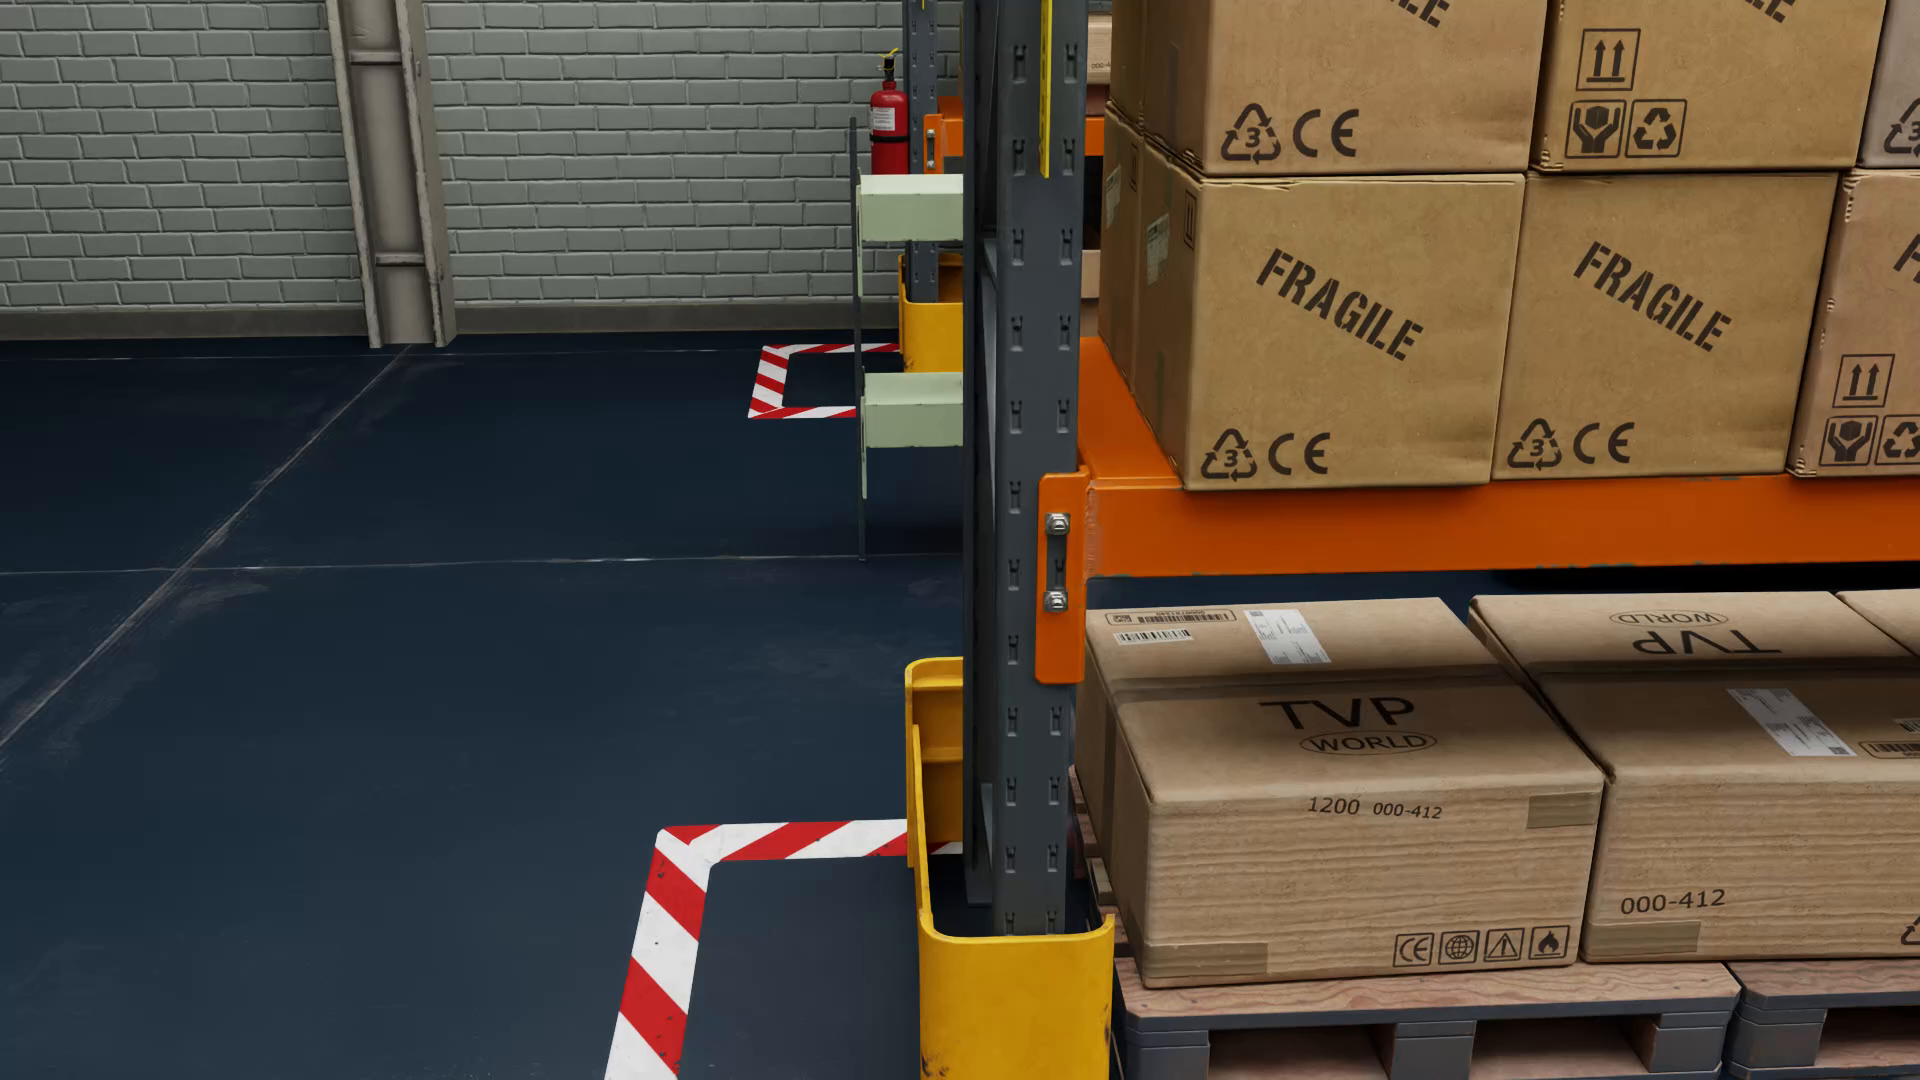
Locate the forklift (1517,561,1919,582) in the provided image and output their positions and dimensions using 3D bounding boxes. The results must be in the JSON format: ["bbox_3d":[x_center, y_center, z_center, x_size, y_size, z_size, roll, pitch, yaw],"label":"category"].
[{"bbox_3d":[3.318,-1.404,5.690,3.031,2.935,1.130,-1,21,-2],"label":"forklift"}]

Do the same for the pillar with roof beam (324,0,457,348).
[{"bbox_3d":[-2.687,-3.751,3.325,0.400,9.000,9.100,-1,21,-3],"label":"pillar with roof beam"}]

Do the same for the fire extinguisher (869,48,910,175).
[{"bbox_3d":[-0.310,-1.833,7.353,0.183,0.674,0.296,-1,21,-3],"label":"fire extinguisher"}]

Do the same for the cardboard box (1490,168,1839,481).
[{"bbox_3d":[1.096,-0.422,2.874,0.500,0.500,0.500,-1,21,-4],"label":"cardboard box"}]

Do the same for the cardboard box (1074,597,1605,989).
[{"bbox_3d":[0.751,0.505,3.590,0.875,0.438,0.875,-2,21,-5],"label":"cardboard box"}]

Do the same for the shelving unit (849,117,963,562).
[{"bbox_3d":[0.007,-0.701,5.854,0.755,1.500,0.431,-1,21,-3],"label":"shelving unit"}]

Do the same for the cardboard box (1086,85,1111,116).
[{"bbox_3d":[0.666,-2.042,7.621,0.250,0.149,0.380,-1,21,-4],"label":"cardboard box"}]

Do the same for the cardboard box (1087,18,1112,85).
[{"bbox_3d":[0.782,-2.203,7.486,0.500,0.250,0.500,-1,21,-2],"label":"cardboard box"}]

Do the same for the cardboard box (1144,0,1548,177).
[{"bbox_3d":[0.593,-0.870,2.645,0.500,0.500,0.500,-2,21,-4],"label":"cardboard box"}]

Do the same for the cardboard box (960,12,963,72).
[{"bbox_3d":[0.254,-2.383,7.958,0.500,0.250,0.500,-1,21,-1],"label":"cardboard box"}]

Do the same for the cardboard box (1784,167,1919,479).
[{"bbox_3d":[1.605,-0.426,2.884,0.500,0.500,0.500,-1,21,-3],"label":"cardboard box"}]

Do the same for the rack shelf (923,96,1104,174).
[{"bbox_3d":[1.807,-1.915,7.947,4.000,0.370,1.077,-1,21,-3],"label":"rack shelf"}]

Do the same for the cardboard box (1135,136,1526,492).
[{"bbox_3d":[0.593,-0.402,2.821,0.500,0.500,0.500,-1,21,-3],"label":"cardboard box"}]

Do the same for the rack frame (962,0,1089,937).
[{"bbox_3d":[0.097,-0.448,3.081,0.127,3.000,1.000,-1,21,-3],"label":"rack frame"}]

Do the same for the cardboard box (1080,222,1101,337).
[{"bbox_3d":[0.426,-1.219,8.025,0.637,0.503,0.797,-2,21,-5],"label":"cardboard box"}]

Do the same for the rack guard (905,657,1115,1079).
[{"bbox_3d":[0.073,0.721,3.524,0.348,0.500,1.175,-1,21,-3],"label":"rack guard"}]

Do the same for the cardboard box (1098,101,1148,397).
[{"bbox_3d":[0.564,-0.598,3.336,0.500,0.500,0.500,-1,21,-3],"label":"cardboard box"}]

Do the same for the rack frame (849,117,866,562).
[{"bbox_3d":[-0.359,-0.694,5.835,0.023,1.500,0.400,-1,21,-3],"label":"rack frame"}]

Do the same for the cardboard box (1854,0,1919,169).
[{"bbox_3d":[1.622,-0.896,2.714,0.500,0.500,0.500,-1,21,-3],"label":"cardboard box"}]

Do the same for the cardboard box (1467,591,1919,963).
[{"bbox_3d":[1.664,0.483,3.647,0.875,0.438,0.875,-1,21,-2],"label":"cardboard box"}]

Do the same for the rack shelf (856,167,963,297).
[{"bbox_3d":[0.007,-1.066,5.716,0.720,0.370,0.431,-1,21,-3],"label":"rack shelf"}]

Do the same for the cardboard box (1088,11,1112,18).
[{"bbox_3d":[0.769,-2.393,7.984,0.500,0.250,0.500,-1,21,-3],"label":"cardboard box"}]

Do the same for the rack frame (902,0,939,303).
[{"bbox_3d":[-0.190,-2.211,7.712,0.127,3.000,1.000,-1,21,-3],"label":"rack frame"}]

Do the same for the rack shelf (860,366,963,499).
[{"bbox_3d":[0.007,-0.396,5.970,0.720,0.370,0.431,-1,21,-3],"label":"rack shelf"}]

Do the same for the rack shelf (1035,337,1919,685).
[{"bbox_3d":[2.094,-0.152,3.315,4.000,0.370,1.077,-1,21,-3],"label":"rack shelf"}]

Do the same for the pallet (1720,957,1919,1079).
[{"bbox_3d":[2.106,0.788,3.755,1.213,0.211,1.003,-1,21,-3],"label":"pallet"}]

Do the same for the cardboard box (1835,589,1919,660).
[{"bbox_3d":[2.564,0.465,3.694,0.875,0.438,0.875,-2,21,-5],"label":"cardboard box"}]

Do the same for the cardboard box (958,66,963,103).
[{"bbox_3d":[0.126,-2.195,8.025,0.250,0.149,0.380,-1,21,-4],"label":"cardboard box"}]

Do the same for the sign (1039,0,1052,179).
[{"bbox_3d":[0.123,-0.692,2.394,0.005,0.325,0.100,-1,21,-3],"label":"sign"}]

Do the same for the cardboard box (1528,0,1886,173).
[{"bbox_3d":[1.108,-0.883,2.679,0.500,0.500,0.500,-2,21,-5],"label":"cardboard box"}]

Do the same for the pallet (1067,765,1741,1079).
[{"bbox_3d":[0.891,0.812,3.693,1.213,0.211,1.003,-1,21,-3],"label":"pallet"}]

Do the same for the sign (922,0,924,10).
[{"bbox_3d":[-0.159,-2.423,7.052,0.005,0.325,0.100,-1,21,-3],"label":"sign"}]

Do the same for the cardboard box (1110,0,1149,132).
[{"bbox_3d":[0.565,-1.056,3.133,0.500,0.500,0.500,0,21,-1],"label":"cardboard box"}]

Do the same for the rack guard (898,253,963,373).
[{"bbox_3d":[-0.114,-1.044,8.161,0.348,0.500,1.175,-1,21,-3],"label":"rack guard"}]
